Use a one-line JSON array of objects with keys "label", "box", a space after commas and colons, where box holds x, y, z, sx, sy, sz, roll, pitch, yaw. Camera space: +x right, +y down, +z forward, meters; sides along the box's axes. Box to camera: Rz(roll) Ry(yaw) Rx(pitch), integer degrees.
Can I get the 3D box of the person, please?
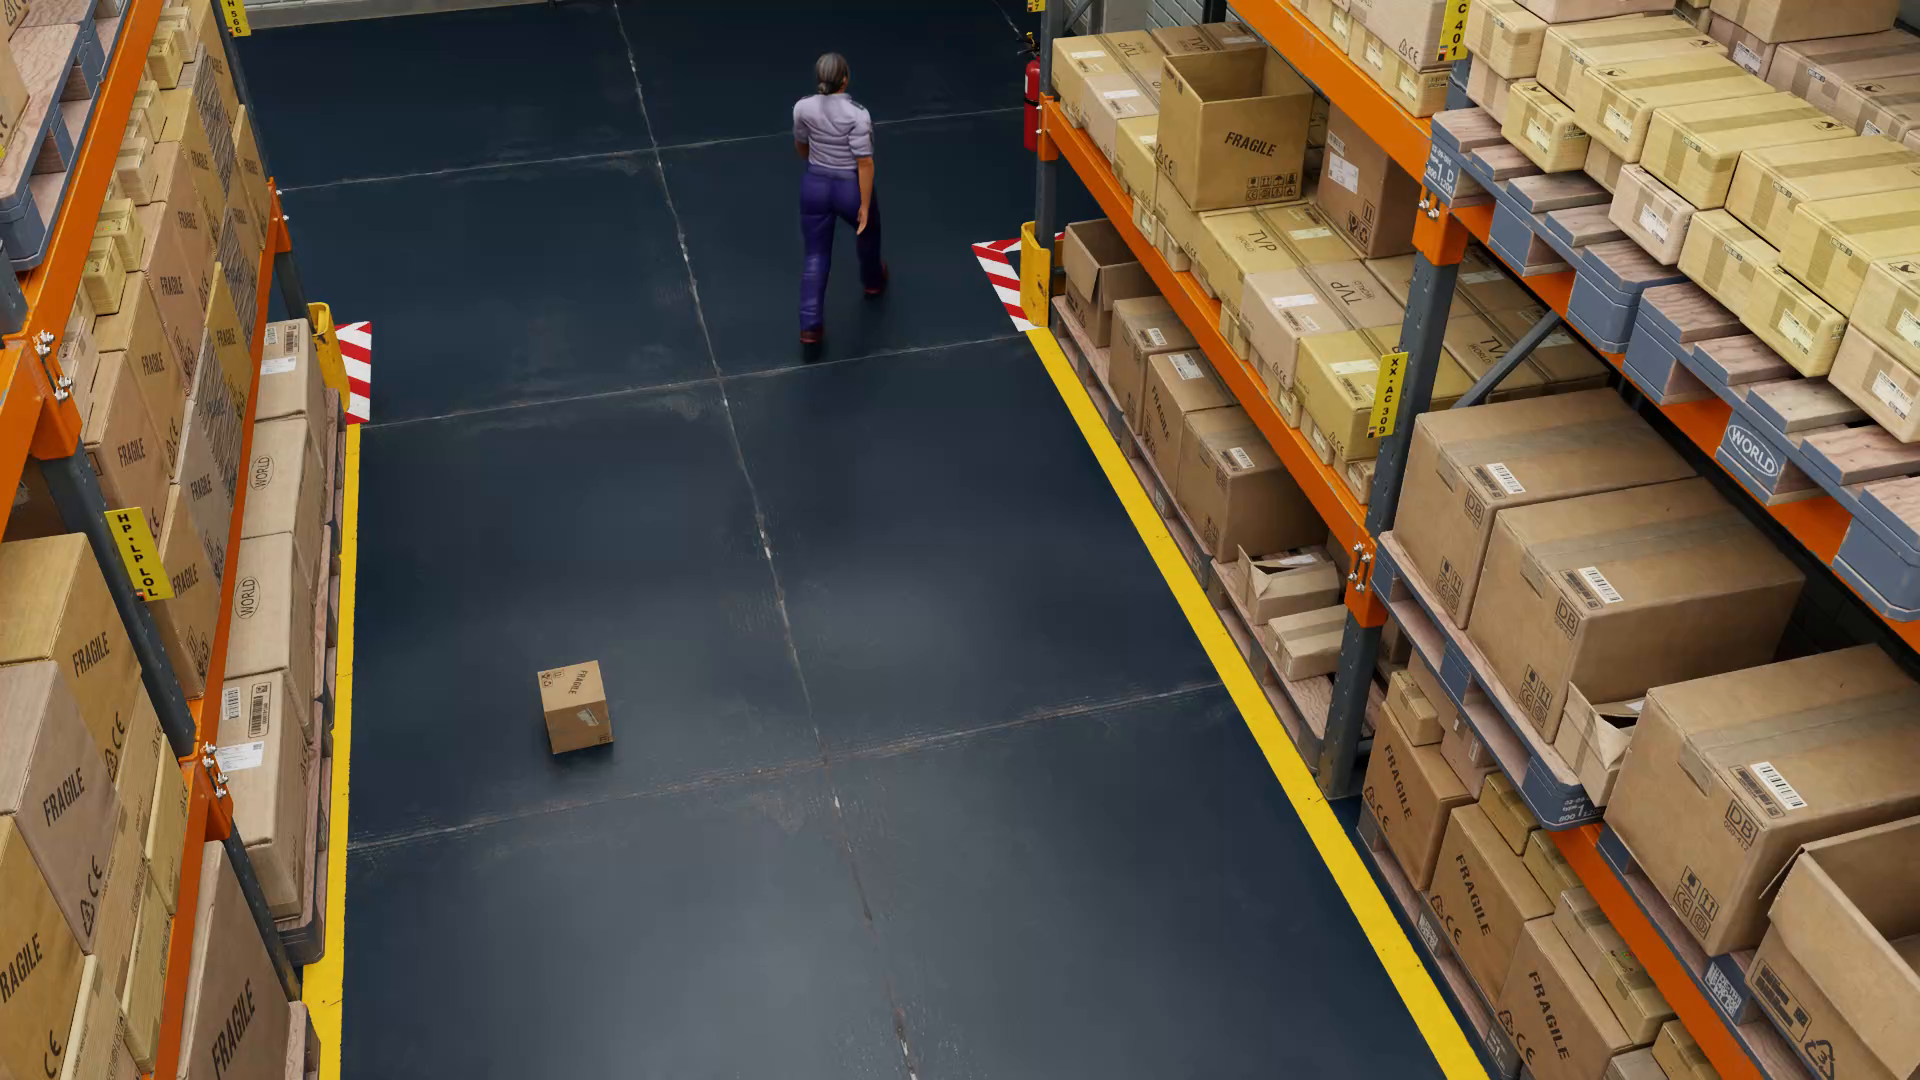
[{"label": "person", "box": [-0.674, -1.945, 9.184, 0.482, 1.587, 1.043, 6, 39, 7]}]
